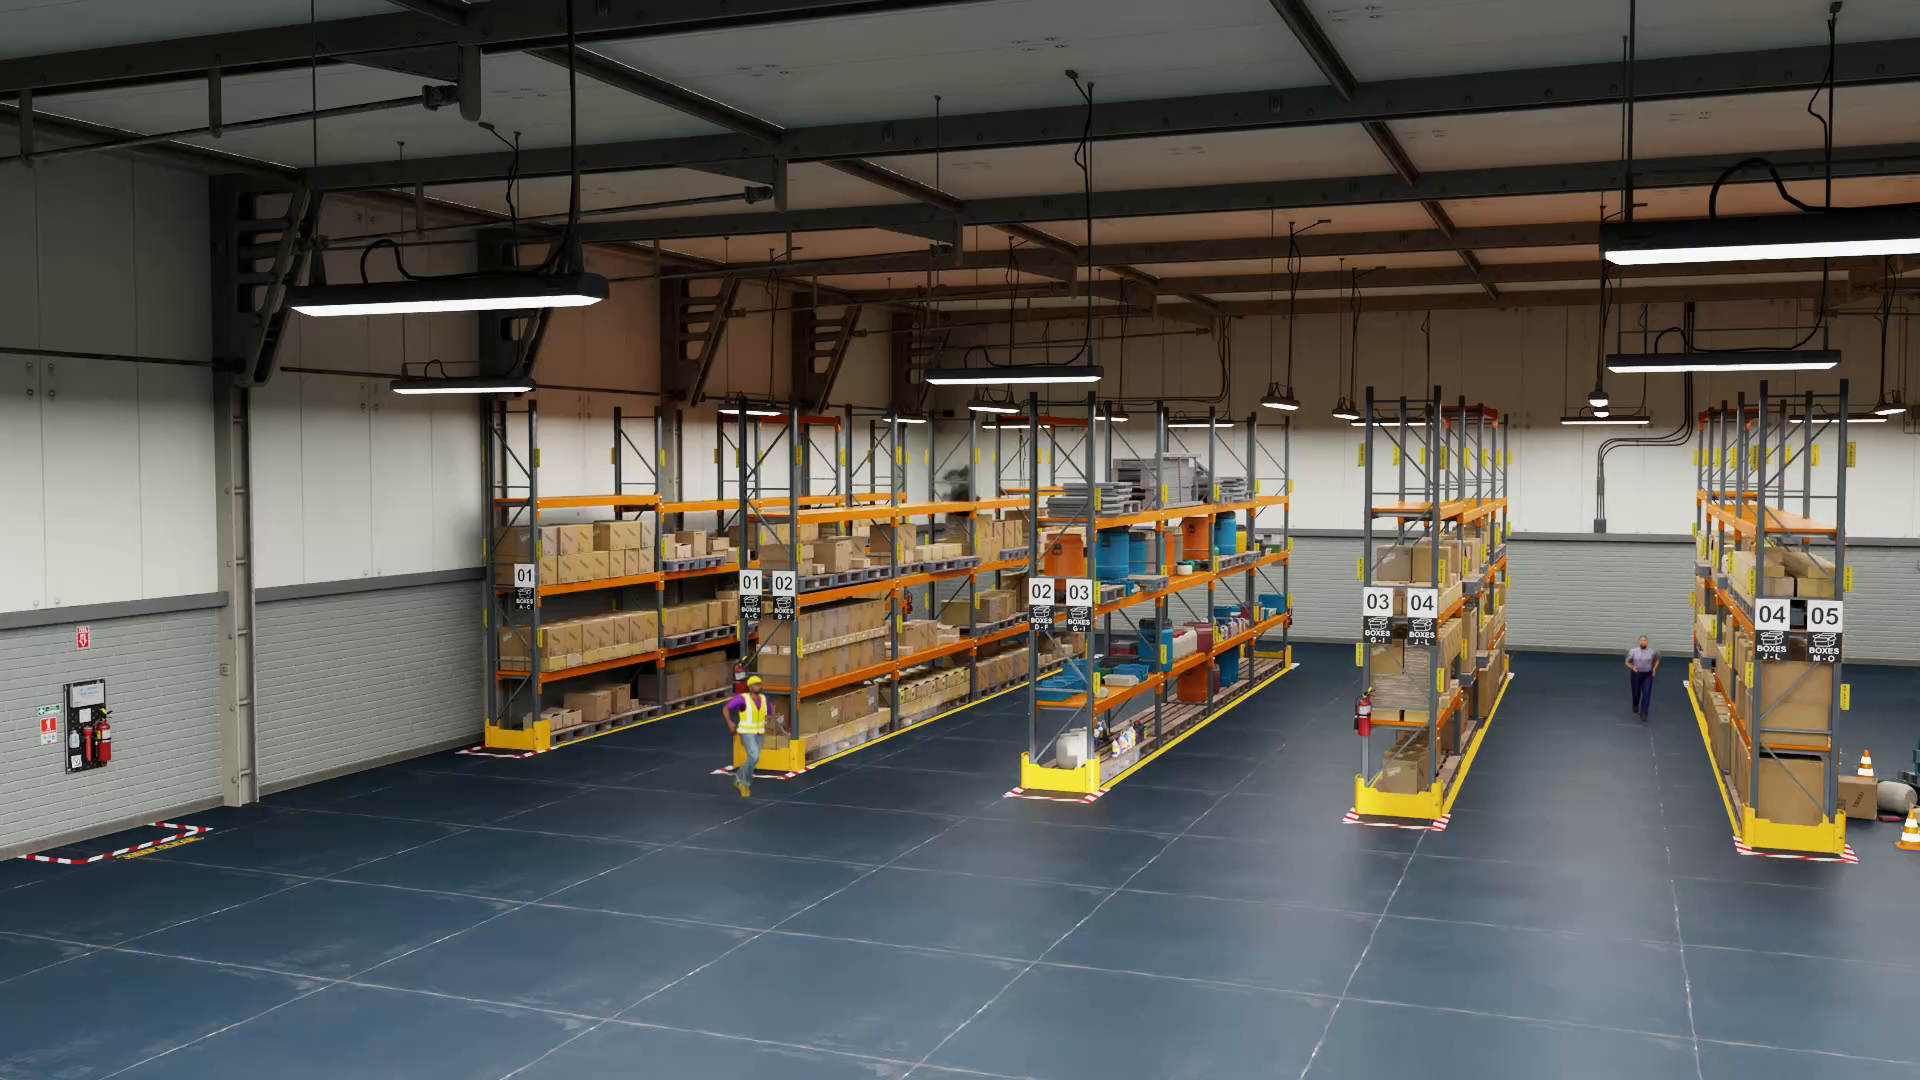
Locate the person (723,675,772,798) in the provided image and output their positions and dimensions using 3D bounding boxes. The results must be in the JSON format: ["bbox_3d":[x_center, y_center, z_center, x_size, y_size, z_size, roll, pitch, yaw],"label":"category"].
[{"bbox_3d":[-3.112,2.924,24.807,0.659,1.811,0.708,3,4,42],"label":"person"}]

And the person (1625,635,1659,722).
[{"bbox_3d":[12.979,2.627,31.627,0.621,1.592,0.860,1,3,17],"label":"person"}]
